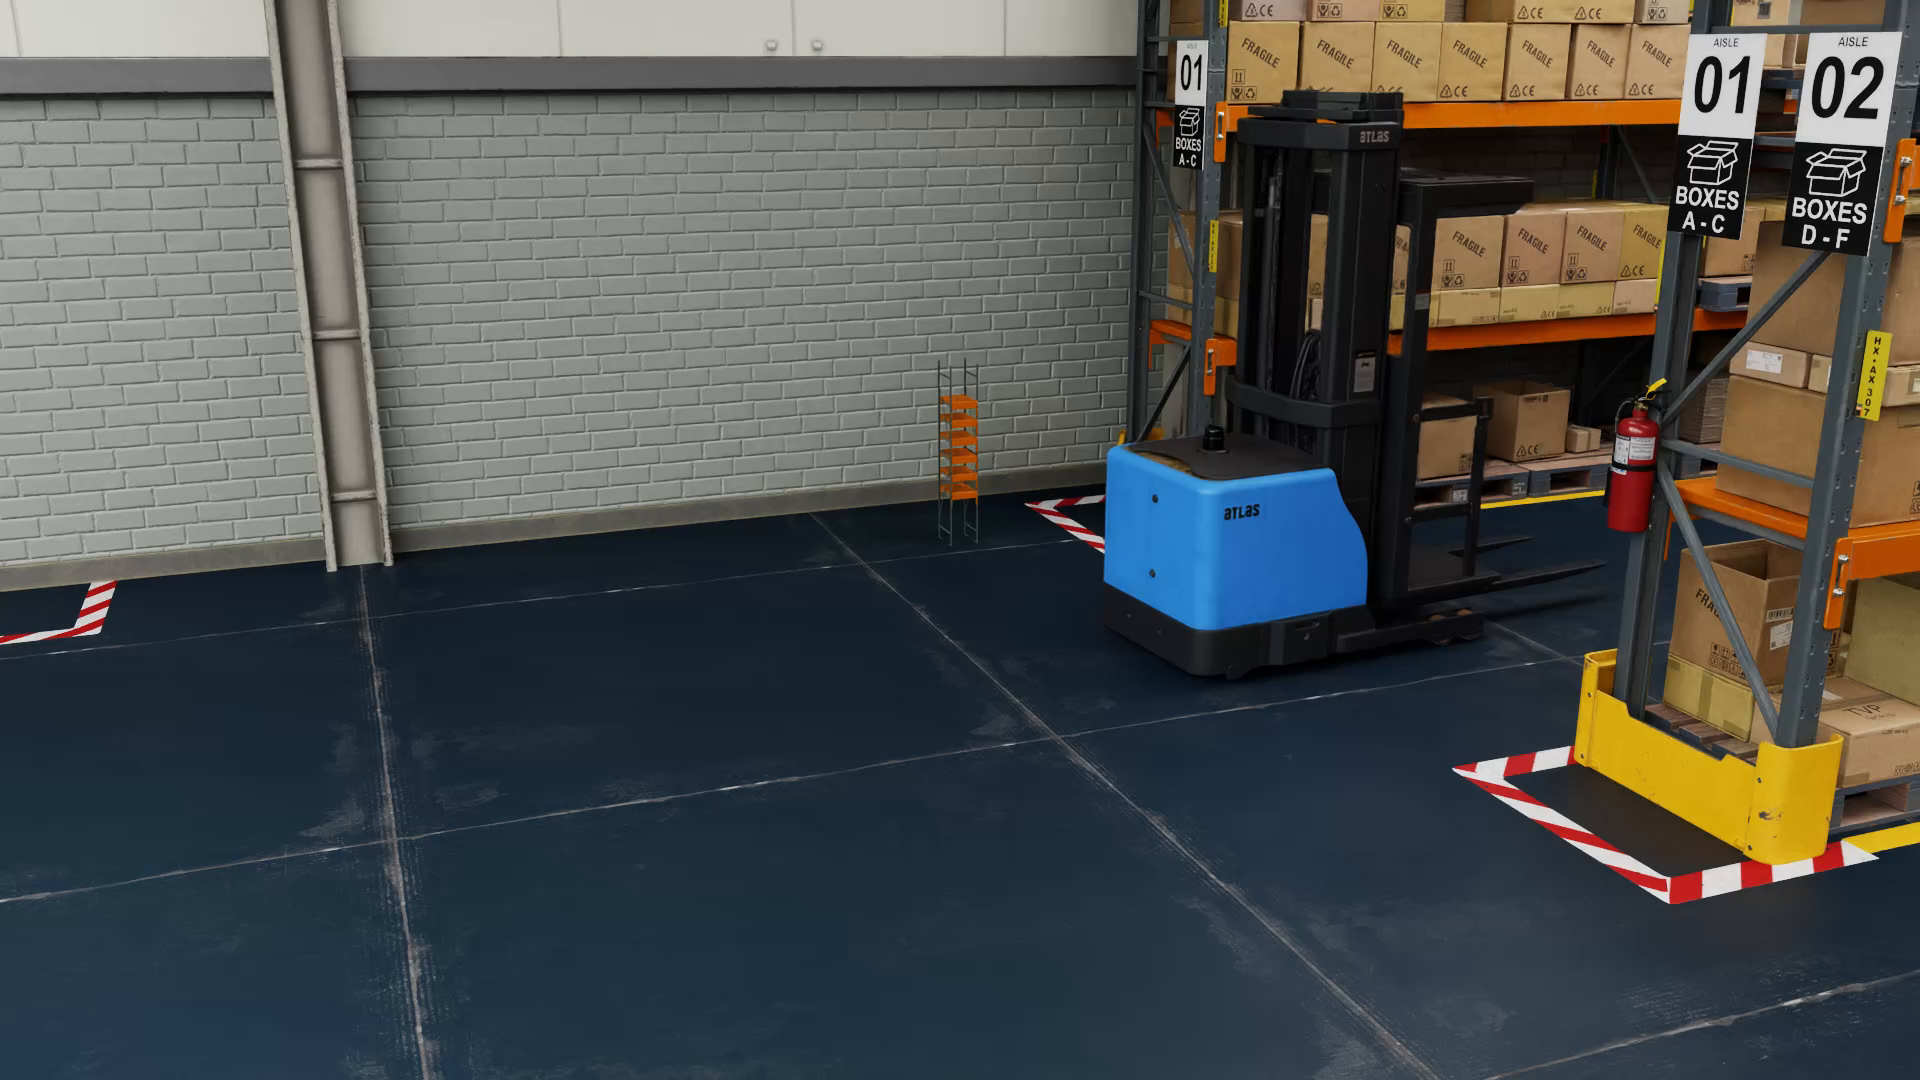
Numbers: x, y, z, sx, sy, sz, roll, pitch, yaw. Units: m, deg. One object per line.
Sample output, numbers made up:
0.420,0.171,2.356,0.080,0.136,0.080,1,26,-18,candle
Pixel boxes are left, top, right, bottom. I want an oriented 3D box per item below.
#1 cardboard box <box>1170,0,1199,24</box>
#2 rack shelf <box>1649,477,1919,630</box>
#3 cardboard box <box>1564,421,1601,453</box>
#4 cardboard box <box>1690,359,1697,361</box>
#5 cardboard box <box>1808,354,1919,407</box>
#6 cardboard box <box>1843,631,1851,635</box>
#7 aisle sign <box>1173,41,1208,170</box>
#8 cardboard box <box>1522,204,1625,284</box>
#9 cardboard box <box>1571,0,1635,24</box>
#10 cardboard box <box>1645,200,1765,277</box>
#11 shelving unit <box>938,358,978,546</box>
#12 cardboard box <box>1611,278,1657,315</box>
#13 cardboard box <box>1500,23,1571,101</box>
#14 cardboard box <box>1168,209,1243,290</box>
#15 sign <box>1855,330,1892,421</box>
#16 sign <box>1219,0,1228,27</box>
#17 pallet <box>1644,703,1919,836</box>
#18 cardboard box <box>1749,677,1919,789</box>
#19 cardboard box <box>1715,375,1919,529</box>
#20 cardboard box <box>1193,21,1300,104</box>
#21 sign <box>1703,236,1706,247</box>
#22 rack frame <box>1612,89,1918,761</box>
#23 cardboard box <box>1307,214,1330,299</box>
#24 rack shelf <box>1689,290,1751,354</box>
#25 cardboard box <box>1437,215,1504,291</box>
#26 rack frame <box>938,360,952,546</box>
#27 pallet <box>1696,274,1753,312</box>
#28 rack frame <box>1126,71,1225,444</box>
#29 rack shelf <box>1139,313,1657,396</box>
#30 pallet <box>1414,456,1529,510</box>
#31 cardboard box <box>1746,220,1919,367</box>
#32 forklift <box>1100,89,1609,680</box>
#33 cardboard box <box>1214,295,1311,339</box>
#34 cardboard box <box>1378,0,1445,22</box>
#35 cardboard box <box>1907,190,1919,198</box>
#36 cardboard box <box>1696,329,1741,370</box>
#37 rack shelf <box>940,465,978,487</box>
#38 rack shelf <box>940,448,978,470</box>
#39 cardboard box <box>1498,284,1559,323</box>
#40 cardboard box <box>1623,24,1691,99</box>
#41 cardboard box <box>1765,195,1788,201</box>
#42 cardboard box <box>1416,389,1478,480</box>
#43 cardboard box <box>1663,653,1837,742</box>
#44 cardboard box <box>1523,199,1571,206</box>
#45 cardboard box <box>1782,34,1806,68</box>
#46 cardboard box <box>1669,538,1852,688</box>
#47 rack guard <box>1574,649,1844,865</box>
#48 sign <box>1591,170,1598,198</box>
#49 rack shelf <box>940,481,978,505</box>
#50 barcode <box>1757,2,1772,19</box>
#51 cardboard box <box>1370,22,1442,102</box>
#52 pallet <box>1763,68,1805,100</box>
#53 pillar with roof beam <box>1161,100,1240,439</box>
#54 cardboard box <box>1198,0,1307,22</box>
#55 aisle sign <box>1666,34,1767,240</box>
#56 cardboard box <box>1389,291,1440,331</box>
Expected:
1.734,-3.696,11.051,0.500,0.500,0.500,-5,17,-18,cardboard box
5.069,-0.161,7.600,4.000,0.370,1.077,-6,17,-20,rack shelf
4.671,-0.801,12.749,0.250,0.166,0.380,-9,18,-27,cardboard box
6.306,-1.166,13.402,0.500,0.500,0.700,-7,18,-21,cardboard box
3.645,-0.647,6.648,0.250,0.149,0.380,-6,18,-20,cardboard box
4.525,0.577,7.945,0.500,0.250,0.500,-6,17,-20,cardboard box
1.465,-2.769,10.589,0.004,0.787,0.394,-6,17,-20,aisle sign
4.365,-2.127,11.919,0.500,0.500,0.500,-6,17,-20,cardboard box
4.279,-3.807,11.428,0.500,0.500,0.500,-5,17,-17,cardboard box
5.648,-2.312,12.690,0.500,0.500,0.700,-6,17,-20,cardboard box
-0.014,-0.574,10.924,0.189,1.200,0.258,-6,17,-20,shelving unit
4.826,-1.821,12.206,0.500,0.250,0.500,-6,17,-20,cardboard box
3.796,-3.278,11.401,0.500,0.500,0.500,-7,18,-22,cardboard box
1.789,-2.008,11.514,0.500,0.500,0.500,-6,18,-21,cardboard box
3.394,-0.611,6.179,0.005,0.325,0.100,-6,17,-20,sign
1.619,-3.323,10.217,0.005,0.325,0.100,-6,17,-20,sign
3.900,0.945,7.505,1.213,0.211,1.003,-6,17,-20,pallet
3.782,0.818,7.125,0.500,0.250,0.500,-6,17,-20,cardboard box
3.642,-0.396,6.946,0.500,0.500,0.700,-6,17,-20,cardboard box
1.827,-3.072,10.700,0.500,0.500,0.500,-6,17,-19,cardboard box
5.362,-2.284,12.017,0.005,0.325,0.100,-6,17,-20,sign
3.201,-0.305,6.812,0.127,3.000,1.000,-6,17,-20,rack frame
2.444,-1.921,11.217,0.500,0.500,0.500,-6,17,-20,cardboard box
7.028,-1.867,13.410,4.000,0.370,1.077,-6,17,-20,rack shelf
3.406,-2.027,11.576,0.500,0.500,0.500,-6,17,-18,cardboard box
-0.099,-0.565,10.893,0.006,1.200,0.240,-6,17,-20,rack frame
5.926,-1.958,12.781,1.213,0.211,1.003,-6,17,-20,pallet
1.425,-1.608,11.249,0.127,3.000,1.000,-6,17,-20,rack frame
3.293,-1.464,12.037,4.000,0.370,1.077,-6,17,-20,rack shelf
3.405,-0.472,12.330,1.213,0.211,1.003,-6,17,-20,pallet
3.691,-1.024,6.782,0.500,0.500,0.700,-6,17,-20,cardboard box
2.337,-0.953,9.141,3.031,2.935,1.130,-8,18,-25,forklift
1.994,-1.511,11.150,0.500,0.250,0.500,-7,18,-22,cardboard box
2.833,-3.651,10.896,0.500,0.500,0.500,-6,17,-19,cardboard box
7.948,-2.560,13.533,0.500,0.500,0.700,-8,18,-25,cardboard box
6.252,-1.506,13.228,0.500,0.250,0.500,-7,18,-21,cardboard box
-0.014,-0.416,10.971,0.180,0.103,0.258,-6,17,-20,rack shelf
-0.014,-0.532,10.937,0.180,0.103,0.258,-6,17,-20,rack shelf
3.894,-1.718,11.856,0.500,0.250,0.500,-6,17,-20,cardboard box
4.775,-3.391,11.787,0.500,0.500,0.500,-6,17,-19,cardboard box
6.776,-2.441,13.130,0.500,0.500,0.700,-4,17,-12,cardboard box
3.339,-0.784,12.099,0.500,0.500,0.700,-7,18,-24,cardboard box
3.596,0.681,7.589,0.500,0.250,0.500,-6,17,-20,cardboard box
4.162,-2.265,12.386,0.500,0.500,0.500,-6,17,-20,cardboard box
6.274,-3.705,12.480,0.500,0.311,0.500,-6,17,-18,cardboard box
3.595,0.321,7.485,0.500,0.500,0.500,-6,17,-20,cardboard box
3.179,0.897,7.156,0.348,0.500,1.175,-6,17,-20,rack guard
4.958,-2.712,12.955,0.005,0.325,0.100,-6,17,-20,sign
-0.014,-0.301,11.004,0.180,0.103,0.258,-6,17,-20,rack shelf
3.310,-2.180,6.843,0.075,0.075,0.001,-6,17,-20,barcode
2.825,-3.170,11.034,0.500,0.500,0.500,-5,17,-18,cardboard box
5.775,-3.394,12.342,1.003,0.211,1.213,-6,17,-20,pallet
3.310,-3.651,7.562,0.400,9.000,9.100,-6,17,-20,pillar with roof beam
1.872,-3.559,10.583,0.500,0.500,0.500,-8,18,-24,cardboard box
3.035,-1.623,6.686,0.004,0.787,0.394,-6,17,-20,aisle sign
2.952,-1.617,11.511,0.500,0.250,0.500,-6,18,-21,cardboard box
